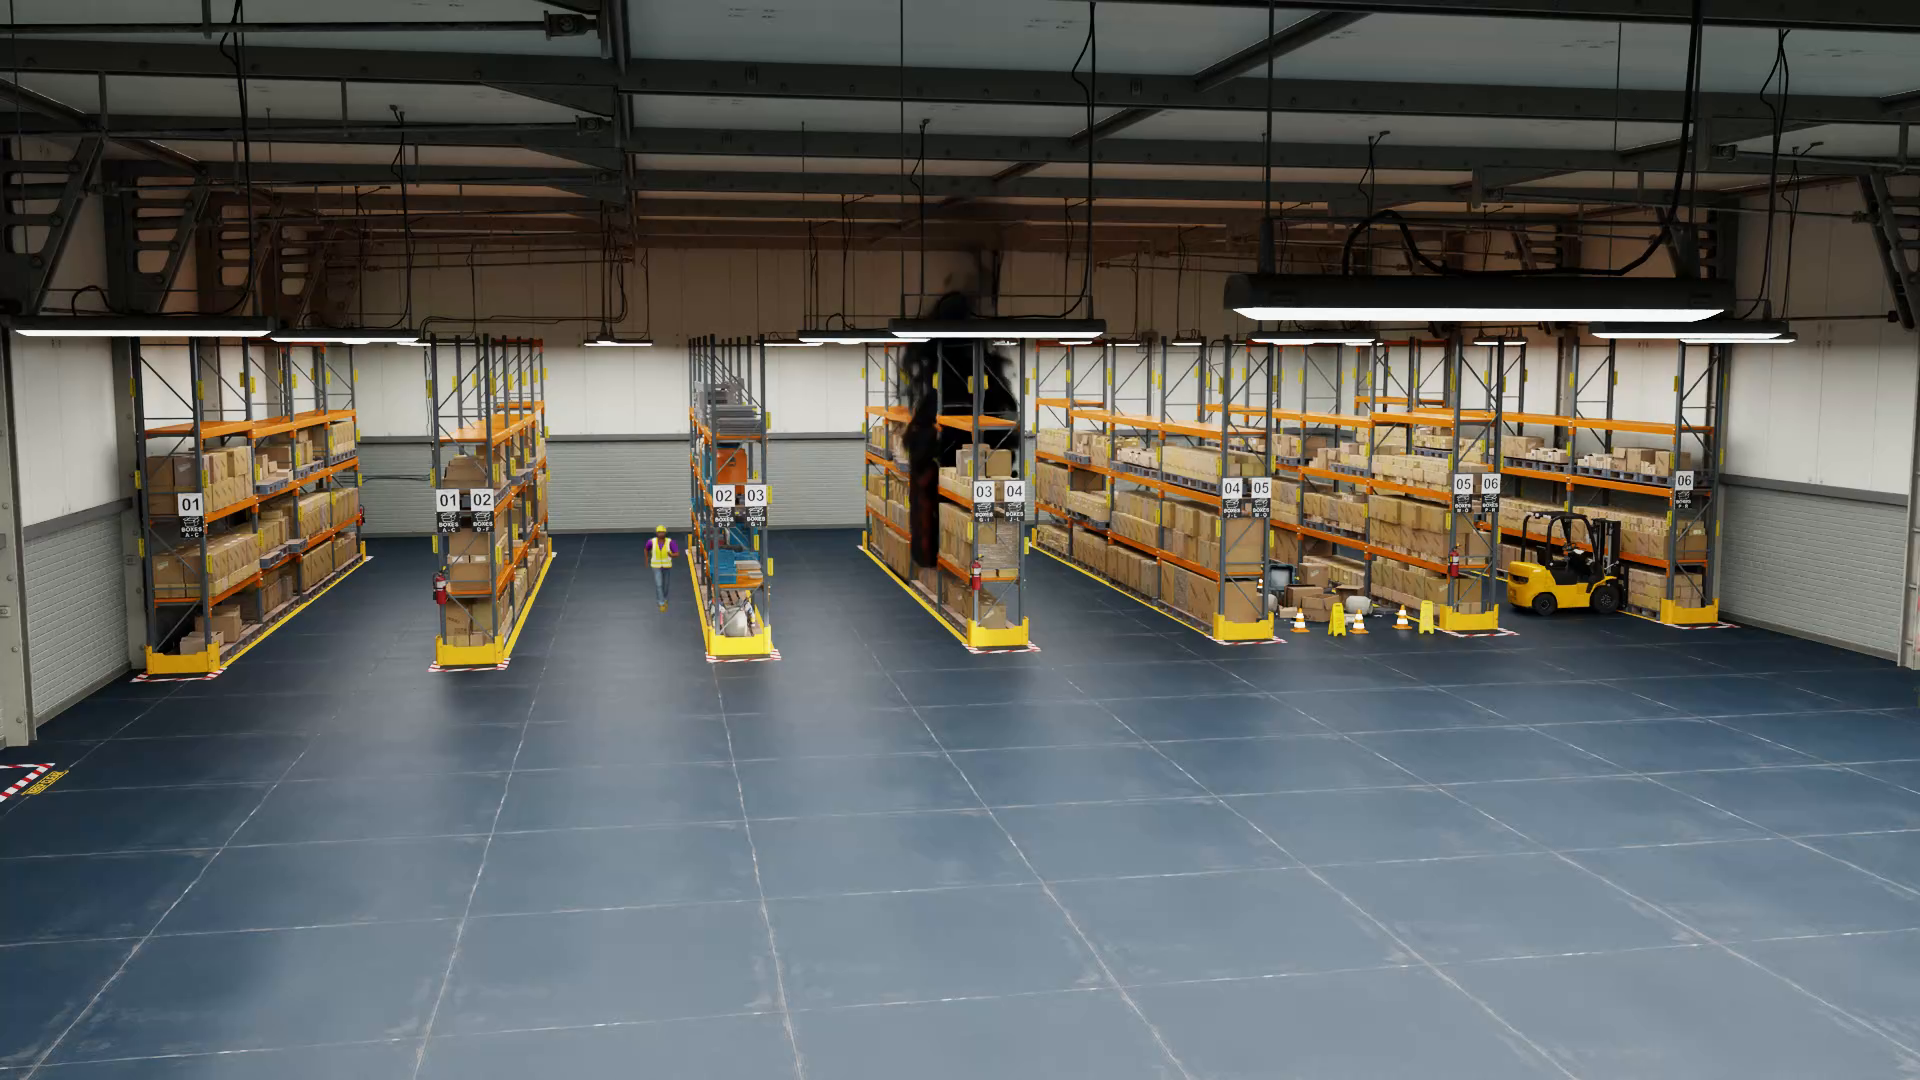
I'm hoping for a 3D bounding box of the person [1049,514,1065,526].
[{"bbox_3d":[3.008,-0.860,49.918,0.849,1.802,0.727,-2,7,-16],"label":"person"}]

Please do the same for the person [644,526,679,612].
[{"bbox_3d":[-6.178,0.600,34.511,0.701,1.819,0.911,-2,7,-13],"label":"person"}]
